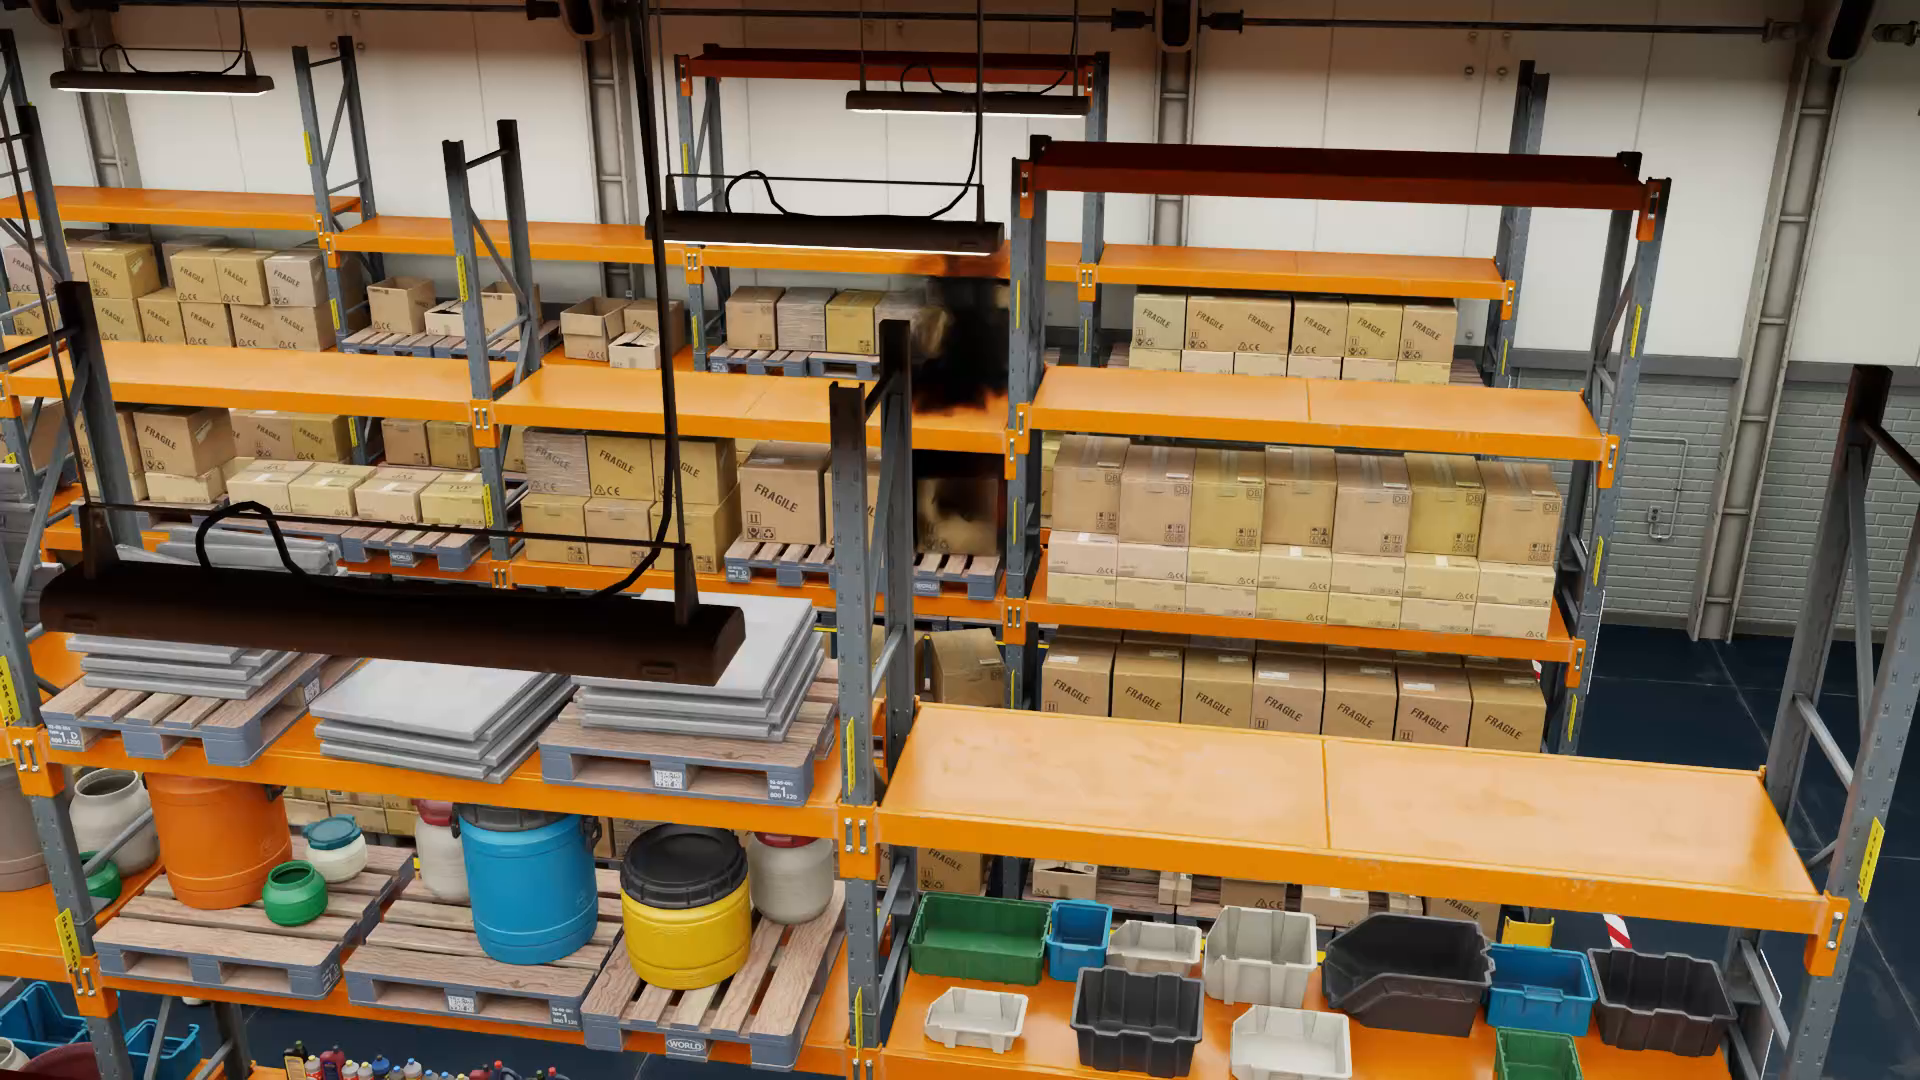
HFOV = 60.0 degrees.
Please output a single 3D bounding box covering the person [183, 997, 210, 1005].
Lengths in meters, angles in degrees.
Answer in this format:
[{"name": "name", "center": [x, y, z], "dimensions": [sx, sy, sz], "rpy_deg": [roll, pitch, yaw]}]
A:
[{"name": "person", "center": [-5.416, 2.667, 11.999], "dimensions": [0.646, 1.621, 0.565], "rpy_deg": [0, 23, -1]}]
